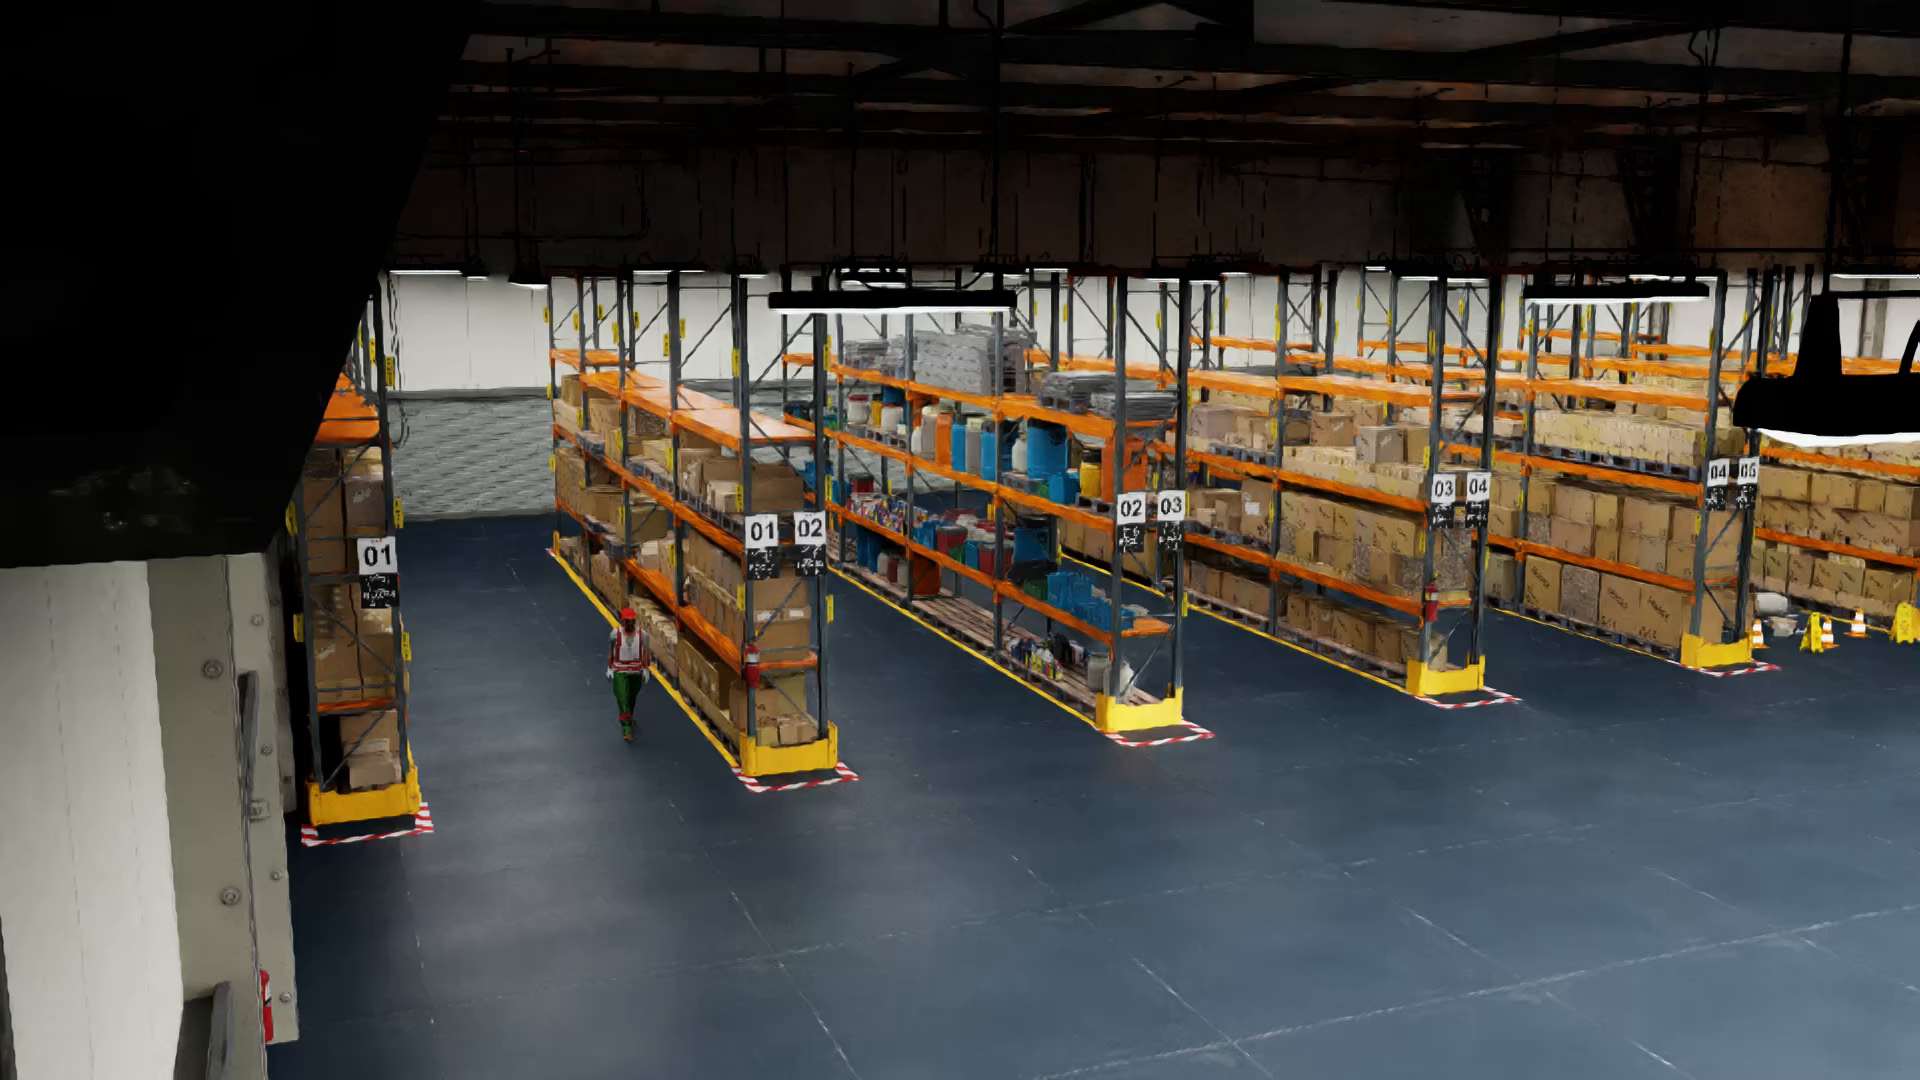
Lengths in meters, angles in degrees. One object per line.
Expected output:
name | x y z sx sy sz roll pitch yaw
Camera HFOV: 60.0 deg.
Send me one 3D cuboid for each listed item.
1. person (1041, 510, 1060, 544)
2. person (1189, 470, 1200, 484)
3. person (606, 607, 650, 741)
person | 1.420 0.205 28.920 0.682 1.718 0.542 -4 11 -23
person | 6.513 -2.317 45.232 0.520 1.638 0.560 6 12 31
person | -4.337 1.709 21.836 0.548 1.709 1.128 -4 11 -23
